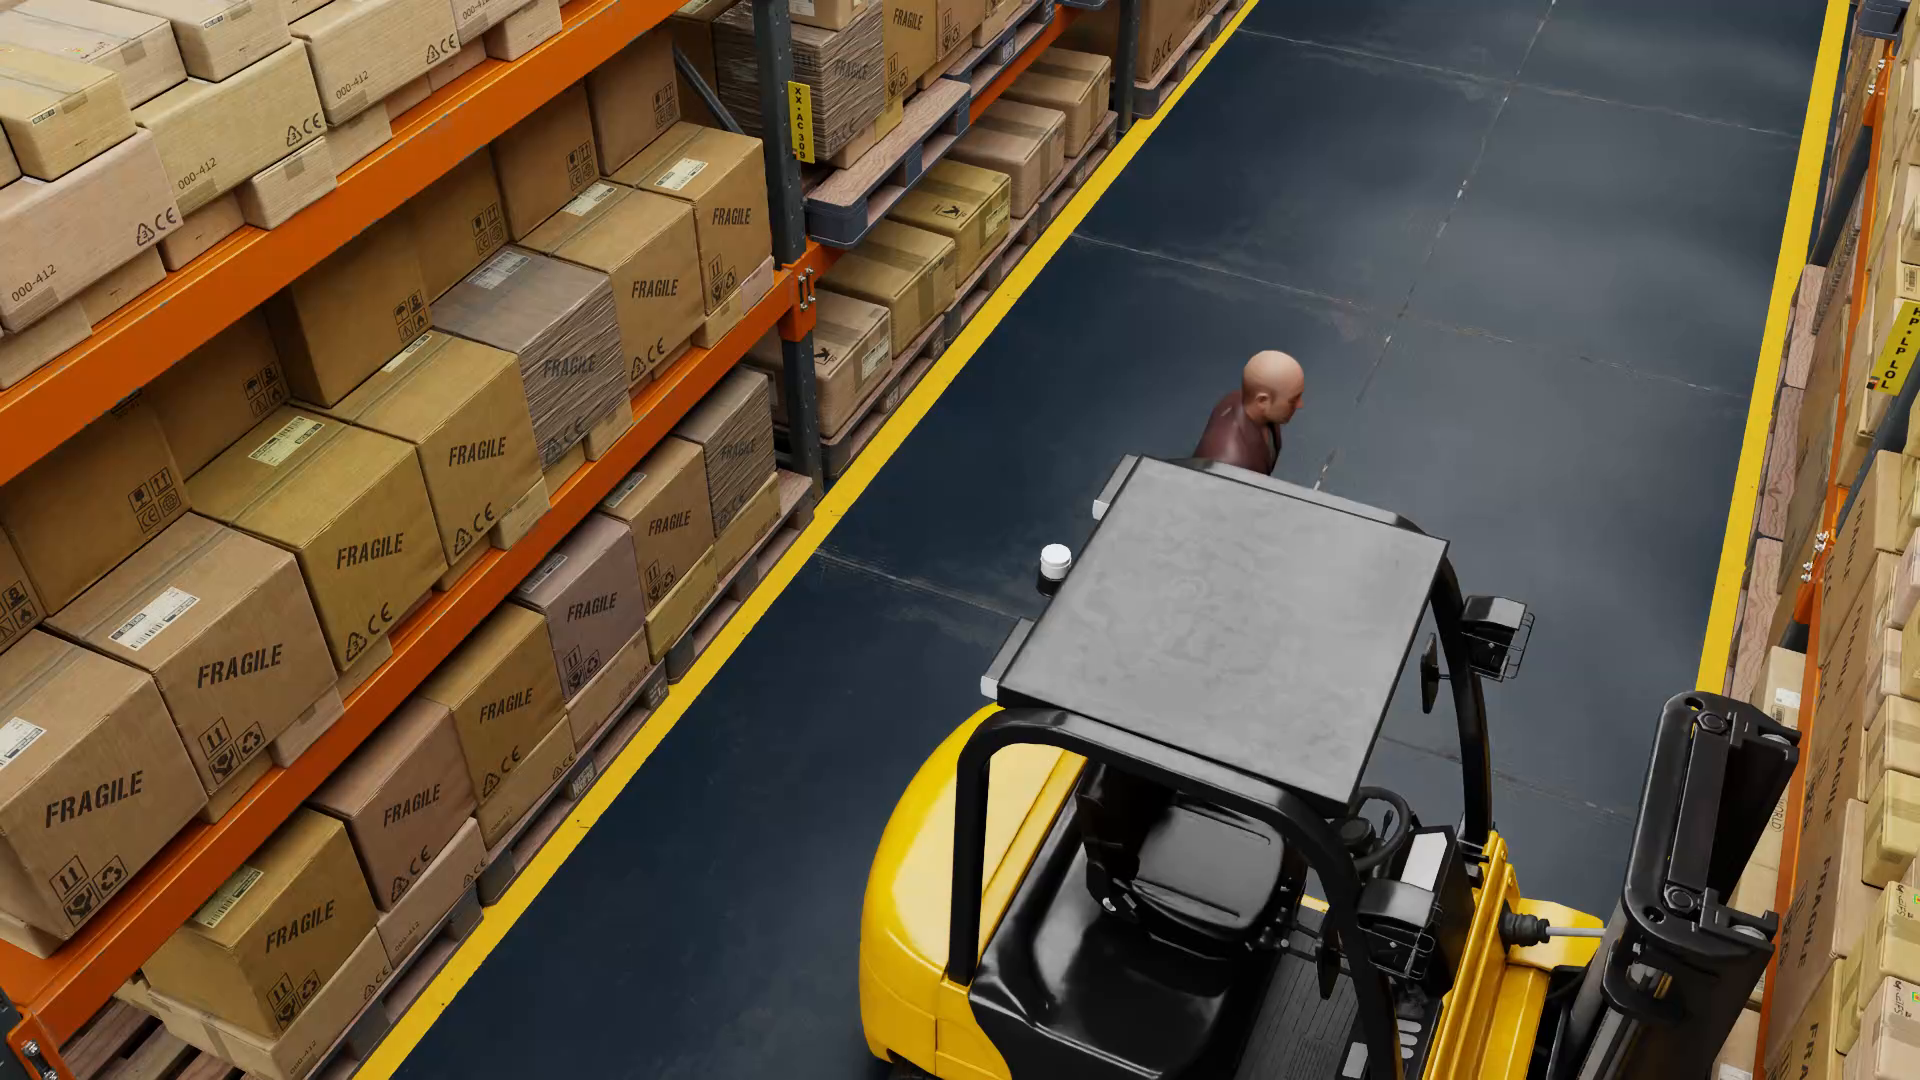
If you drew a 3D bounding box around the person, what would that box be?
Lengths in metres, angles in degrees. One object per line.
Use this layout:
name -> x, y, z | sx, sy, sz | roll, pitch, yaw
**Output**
person -> 0.998, 0.054, 6.110 | 0.429, 1.772, 0.644 | 15, 44, 16
